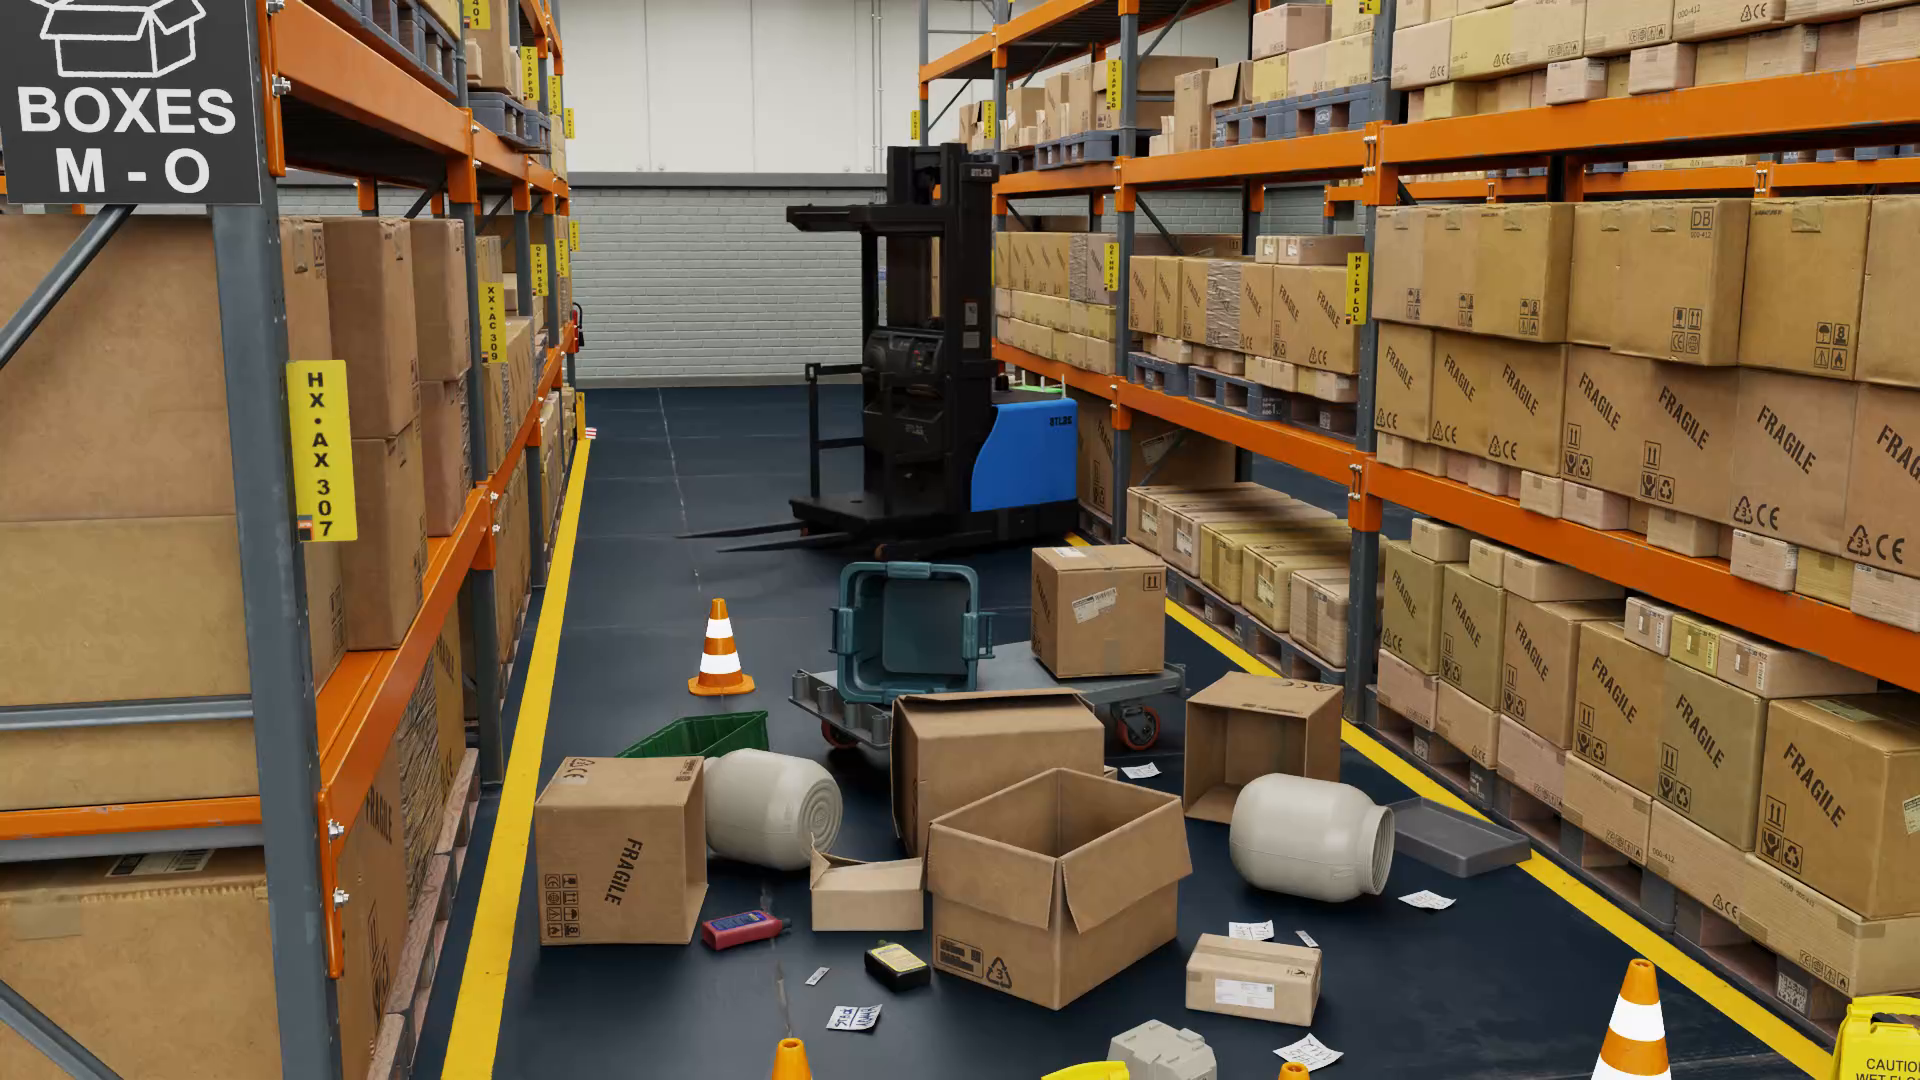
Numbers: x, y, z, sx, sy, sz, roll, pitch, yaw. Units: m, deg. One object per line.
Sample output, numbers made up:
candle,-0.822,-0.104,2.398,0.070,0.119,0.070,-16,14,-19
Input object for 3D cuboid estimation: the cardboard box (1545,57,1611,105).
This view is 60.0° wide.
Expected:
cardboard box,2.354,-1.652,6.002,0.380,0.149,0.250,-2,11,-12

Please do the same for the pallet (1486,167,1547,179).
pallet,5.740,-3.515,15.621,1.213,0.211,1.003,-2,11,-11

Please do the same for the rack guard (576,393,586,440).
rack guard,-4.786,-1.368,18.546,1.175,0.500,0.348,-2,11,-11

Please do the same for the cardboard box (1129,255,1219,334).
cardboard box,1.452,-1.652,11.165,0.500,0.500,0.500,-2,11,-13

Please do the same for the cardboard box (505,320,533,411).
cardboard box,-2.798,-1.027,9.803,0.500,0.500,0.500,-2,11,-11

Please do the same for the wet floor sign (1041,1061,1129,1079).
wet floor sign,0.259,1.415,3.538,0.267,0.644,0.232,-4,12,-21

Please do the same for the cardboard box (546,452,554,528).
cardboard box,-3.233,-0.352,12.085,0.500,0.500,0.500,-2,11,-10

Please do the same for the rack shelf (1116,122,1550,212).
rack shelf,1.981,-2.094,9.579,1.077,0.370,4.000,-2,11,-11

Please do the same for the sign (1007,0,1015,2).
sign,0.571,-6.270,18.862,0.100,0.325,0.005,-2,11,-11

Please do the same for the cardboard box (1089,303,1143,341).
cardboard box,1.248,-1.592,12.105,0.500,0.250,0.500,-2,11,-11

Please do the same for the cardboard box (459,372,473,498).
cardboard box,-2.383,-0.415,6.455,0.875,0.550,0.550,-2,11,-11

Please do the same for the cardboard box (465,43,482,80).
cardboard box,-2.484,-2.281,7.916,0.380,0.149,0.250,-2,11,-11

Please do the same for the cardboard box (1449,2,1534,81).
cardboard box,2.296,-1.968,6.599,0.500,0.250,0.500,-2,11,-11

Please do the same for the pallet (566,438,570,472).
pallet,-4.428,-0.852,16.610,1.003,0.211,1.213,-2,11,-11

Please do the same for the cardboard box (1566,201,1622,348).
cardboard box,2.582,-0.925,5.798,0.700,0.500,0.500,-2,11,-11

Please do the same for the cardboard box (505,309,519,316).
cardboard box,-3.141,-1.467,11.137,0.380,0.149,0.250,-2,11,-8

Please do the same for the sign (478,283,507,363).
sign,-1.922,-0.893,6.841,0.100,0.325,0.005,-2,11,-11

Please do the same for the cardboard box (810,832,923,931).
cardboard box,-0.325,1.183,5.773,0.396,0.266,0.258,0,11,-1

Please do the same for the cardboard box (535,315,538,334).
cardboard box,-3.545,-1.703,13.171,0.380,0.149,0.250,-3,11,-13

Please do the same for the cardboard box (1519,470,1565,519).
cardboard box,2.356,-0.180,6.289,0.380,0.149,0.250,-2,11,-11

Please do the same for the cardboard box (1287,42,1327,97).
cardboard box,2.020,-2.408,8.583,0.500,0.250,0.500,-2,11,-10

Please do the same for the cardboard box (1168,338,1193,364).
cardboard box,1.536,-1.201,10.535,0.380,0.149,0.250,-2,11,-11

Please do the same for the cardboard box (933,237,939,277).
cardboard box,-0.043,-3.156,18.312,0.500,0.500,0.500,-2,11,-13

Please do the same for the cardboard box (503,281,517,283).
cardboard box,-3.348,-1.802,12.098,0.380,0.149,0.250,-2,11,-8

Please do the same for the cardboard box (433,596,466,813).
cardboard box,-2.413,0.547,6.362,0.875,0.875,0.875,-2,11,-10

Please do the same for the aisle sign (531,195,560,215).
aisle sign,-4.520,-3.911,18.270,0.394,0.787,0.004,-2,11,-11

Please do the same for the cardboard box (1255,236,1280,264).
cardboard box,1.835,-1.579,9.051,0.380,0.149,0.250,-3,11,-13

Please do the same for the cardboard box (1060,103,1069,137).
cardboard box,0.980,-3.195,12.672,0.396,0.266,0.258,-2,11,-12

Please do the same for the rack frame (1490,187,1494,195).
rack frame,5.682,-2.256,16.526,1.000,3.000,0.127,-2,11,-11

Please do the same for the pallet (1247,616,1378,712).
pallet,2.217,0.620,8.876,1.003,0.211,1.213,-2,11,-11

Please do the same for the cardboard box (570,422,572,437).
cardboard box,-4.205,-1.142,17.176,0.380,0.149,0.250,-3,11,-14

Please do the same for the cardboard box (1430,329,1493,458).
cardboard box,2.302,-0.621,6.871,0.500,0.500,0.500,-2,11,-11

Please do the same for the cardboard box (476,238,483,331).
cardboard box,-2.866,-1.320,8.665,0.700,0.500,0.500,-2,11,-12

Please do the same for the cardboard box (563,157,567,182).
cardboard box,-4.346,-3.842,17.241,0.500,0.250,0.500,-2,11,-11

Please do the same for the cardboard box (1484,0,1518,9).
cardboard box,2.257,-2.135,6.408,0.380,0.149,0.250,-2,11,-11

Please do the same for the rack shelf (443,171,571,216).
rack shelf,-4.411,-3.363,16.245,1.077,0.370,4.000,-2,11,-11

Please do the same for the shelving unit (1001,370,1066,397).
shelving unit,0.598,-0.735,13.340,0.258,1.200,0.503,-11,15,-37

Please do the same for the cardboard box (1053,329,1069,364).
cardboard box,1.042,-1.537,13.149,0.500,0.250,0.500,-2,11,-12

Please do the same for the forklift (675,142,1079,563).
forklift,-0.581,-1.364,12.026,3.031,2.935,1.130,-8,13,-35

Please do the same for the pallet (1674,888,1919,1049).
pallet,3.009,1.332,5.134,1.003,0.211,1.213,-2,11,-11

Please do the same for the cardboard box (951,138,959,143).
cardboard box,0.211,-4.384,18.697,0.500,0.250,0.500,-3,11,-16

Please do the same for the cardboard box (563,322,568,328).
cardboard box,-4.312,-2.298,17.421,0.380,0.149,0.250,-2,11,-9

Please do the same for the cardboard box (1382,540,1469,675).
cardboard box,2.219,0.287,7.393,0.500,0.500,0.500,-2,11,-8

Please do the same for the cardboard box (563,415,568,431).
cardboard box,-4.066,-1.142,16.381,0.380,0.149,0.250,-2,11,-11

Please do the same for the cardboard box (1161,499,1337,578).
cardboard box,1.843,-0.017,10.670,0.950,0.372,0.625,-2,11,-12

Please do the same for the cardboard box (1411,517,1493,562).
cardboard box,2.185,-0.007,7.200,0.380,0.149,0.250,-2,11,-10

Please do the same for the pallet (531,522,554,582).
pallet,-3.395,0.084,11.690,1.003,0.211,1.213,-2,11,-11

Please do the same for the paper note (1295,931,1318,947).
paper note,1.169,1.344,5.607,0.032,0.001,0.123,-2,11,-11

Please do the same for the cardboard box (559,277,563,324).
cardboard box,-3.975,-2.262,15.494,0.500,0.500,0.500,-2,11,-11

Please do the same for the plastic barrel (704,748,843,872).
plastic barrel,-0.741,1.009,6.263,0.512,0.421,0.421,6,12,28

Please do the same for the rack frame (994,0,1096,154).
rack frame,0.814,-5.022,15.013,1.000,3.000,0.127,-2,11,-11

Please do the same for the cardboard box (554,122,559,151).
cardboard box,-4.057,-3.803,15.695,0.500,0.250,0.500,-2,11,-10

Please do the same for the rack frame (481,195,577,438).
rack frame,-4.800,-2.610,18.385,1.000,3.000,0.127,-2,11,-11

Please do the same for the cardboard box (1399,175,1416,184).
cardboard box,4.994,-3.942,18.037,0.380,0.149,0.250,-2,11,-10
